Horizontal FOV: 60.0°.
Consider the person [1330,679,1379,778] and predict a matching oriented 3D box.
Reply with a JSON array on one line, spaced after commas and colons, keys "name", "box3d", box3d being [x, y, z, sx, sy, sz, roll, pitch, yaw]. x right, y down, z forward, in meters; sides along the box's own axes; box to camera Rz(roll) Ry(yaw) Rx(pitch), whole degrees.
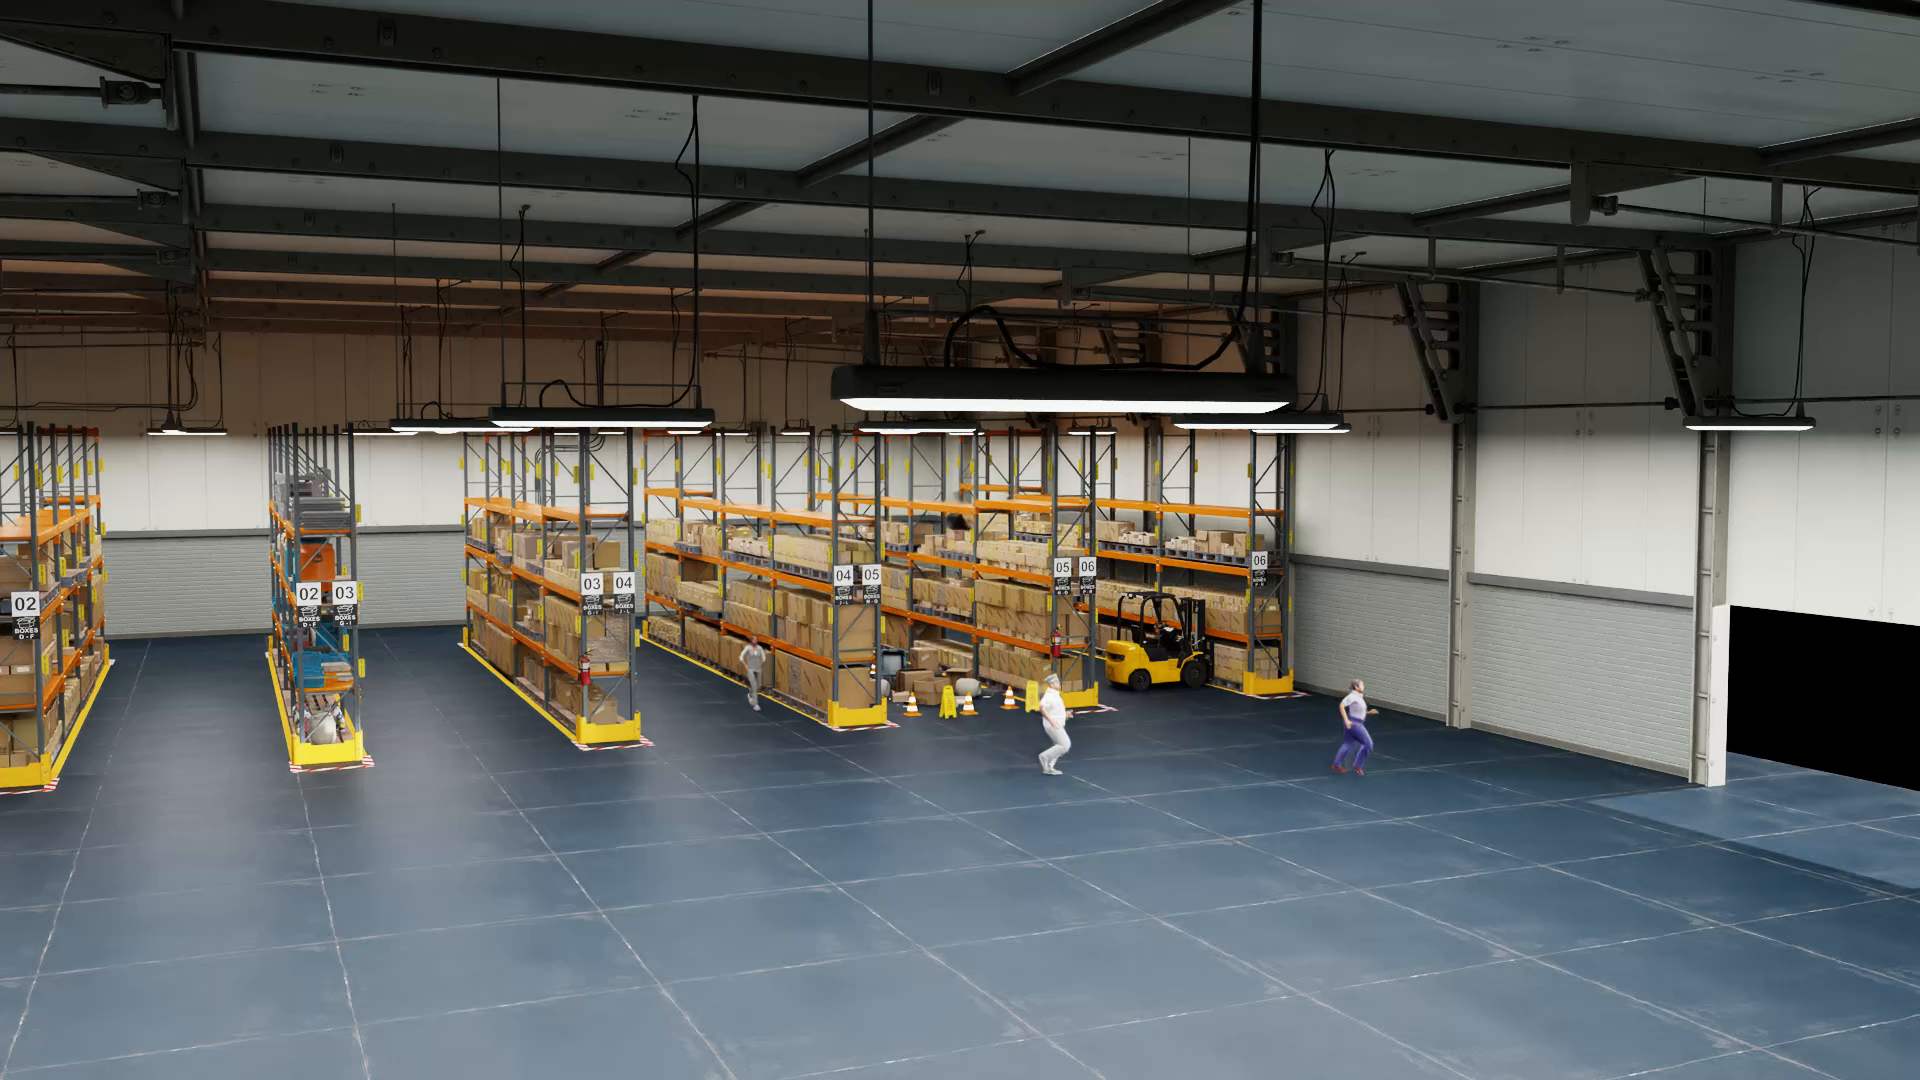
[{"name": "person", "box3d": [6.699, 3.189, 28.170, 0.783, 1.688, 0.570, 1, 4, 13]}]

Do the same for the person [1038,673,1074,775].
[{"name": "person", "box3d": [1.646, 3.128, 28.259, 0.566, 1.734, 0.658, 0, 4, 6]}]

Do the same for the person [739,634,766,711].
[{"name": "person", "box3d": [-4.368, 2.781, 35.176, 0.558, 1.584, 0.723, -2, 4, -30]}]
